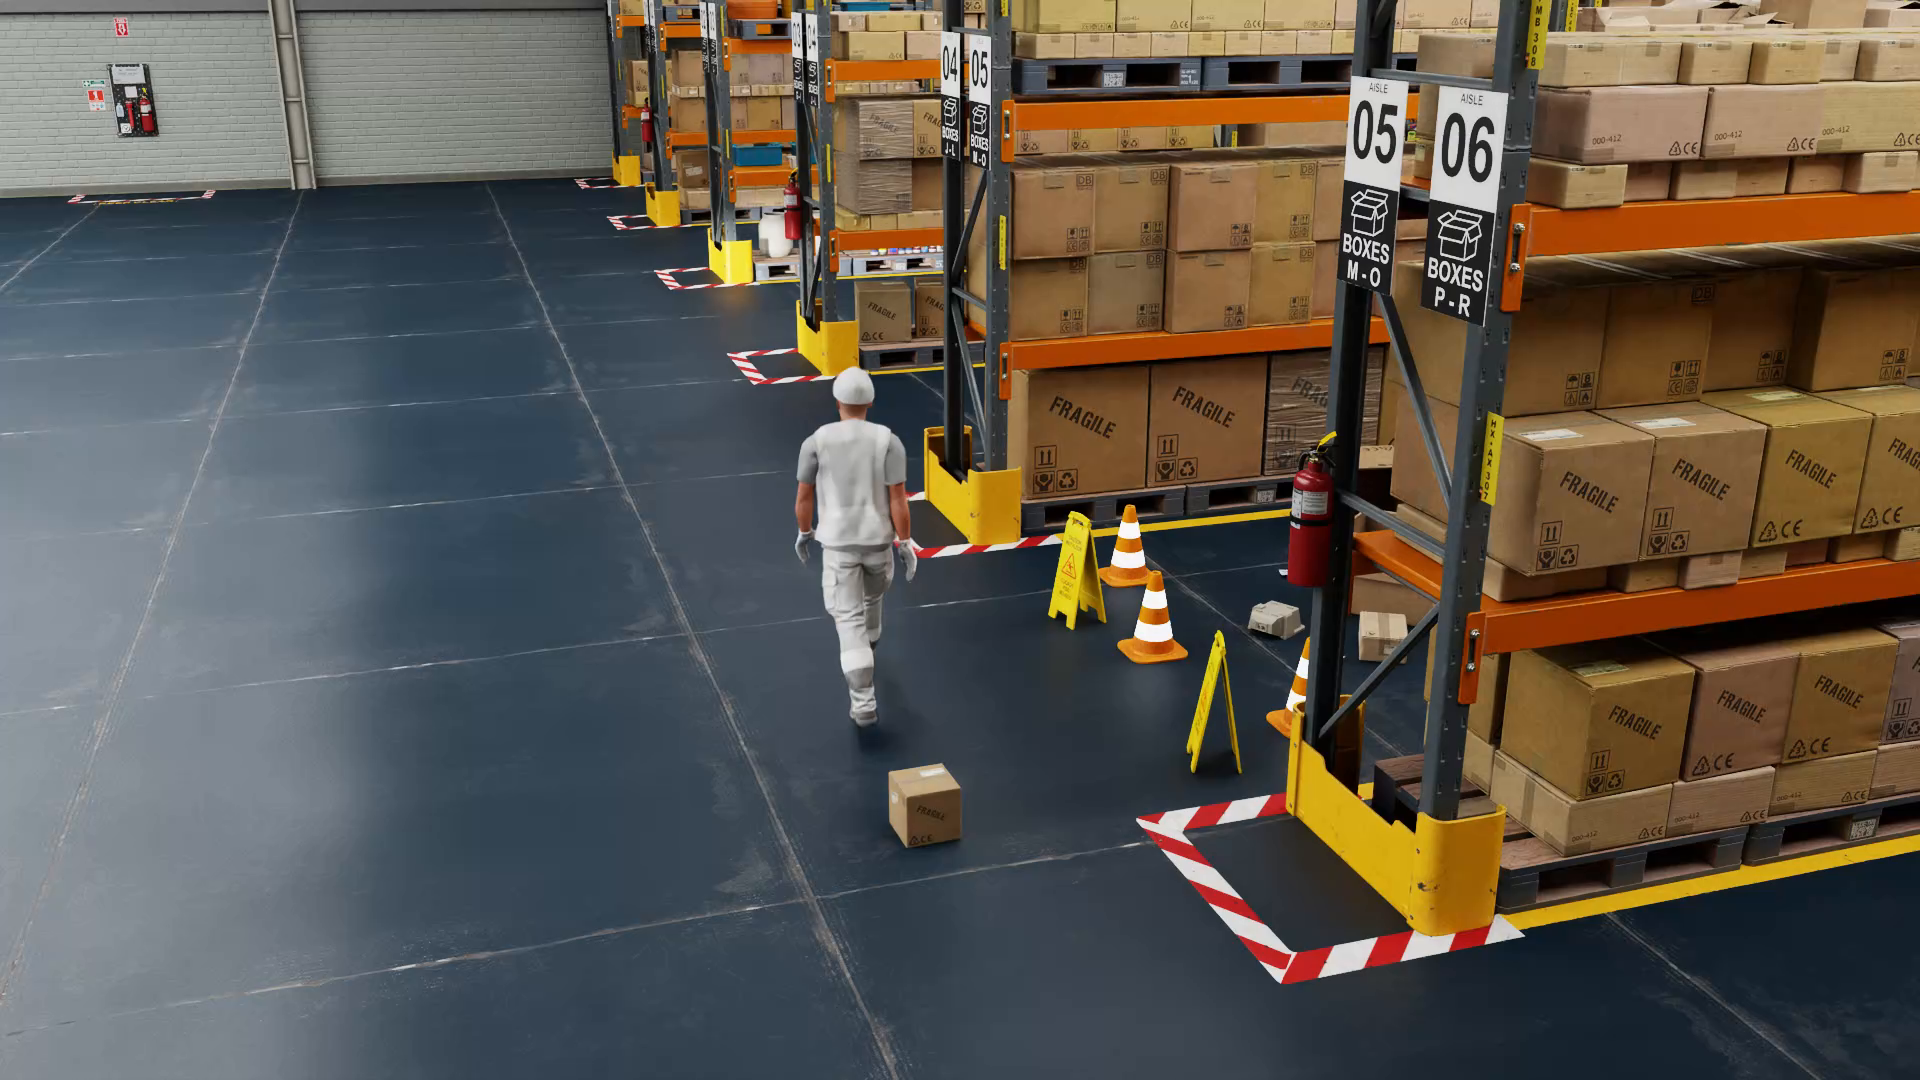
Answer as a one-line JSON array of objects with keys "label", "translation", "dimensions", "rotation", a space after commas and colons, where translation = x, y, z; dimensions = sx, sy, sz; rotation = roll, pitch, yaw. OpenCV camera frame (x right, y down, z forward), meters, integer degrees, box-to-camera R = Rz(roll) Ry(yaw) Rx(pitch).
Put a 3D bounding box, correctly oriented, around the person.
[{"label": "person", "translation": [-0.528, -0.004, 8.334], "dimensions": [0.575, 1.738, 1.088], "rotation": [-4, 19, -11]}]
